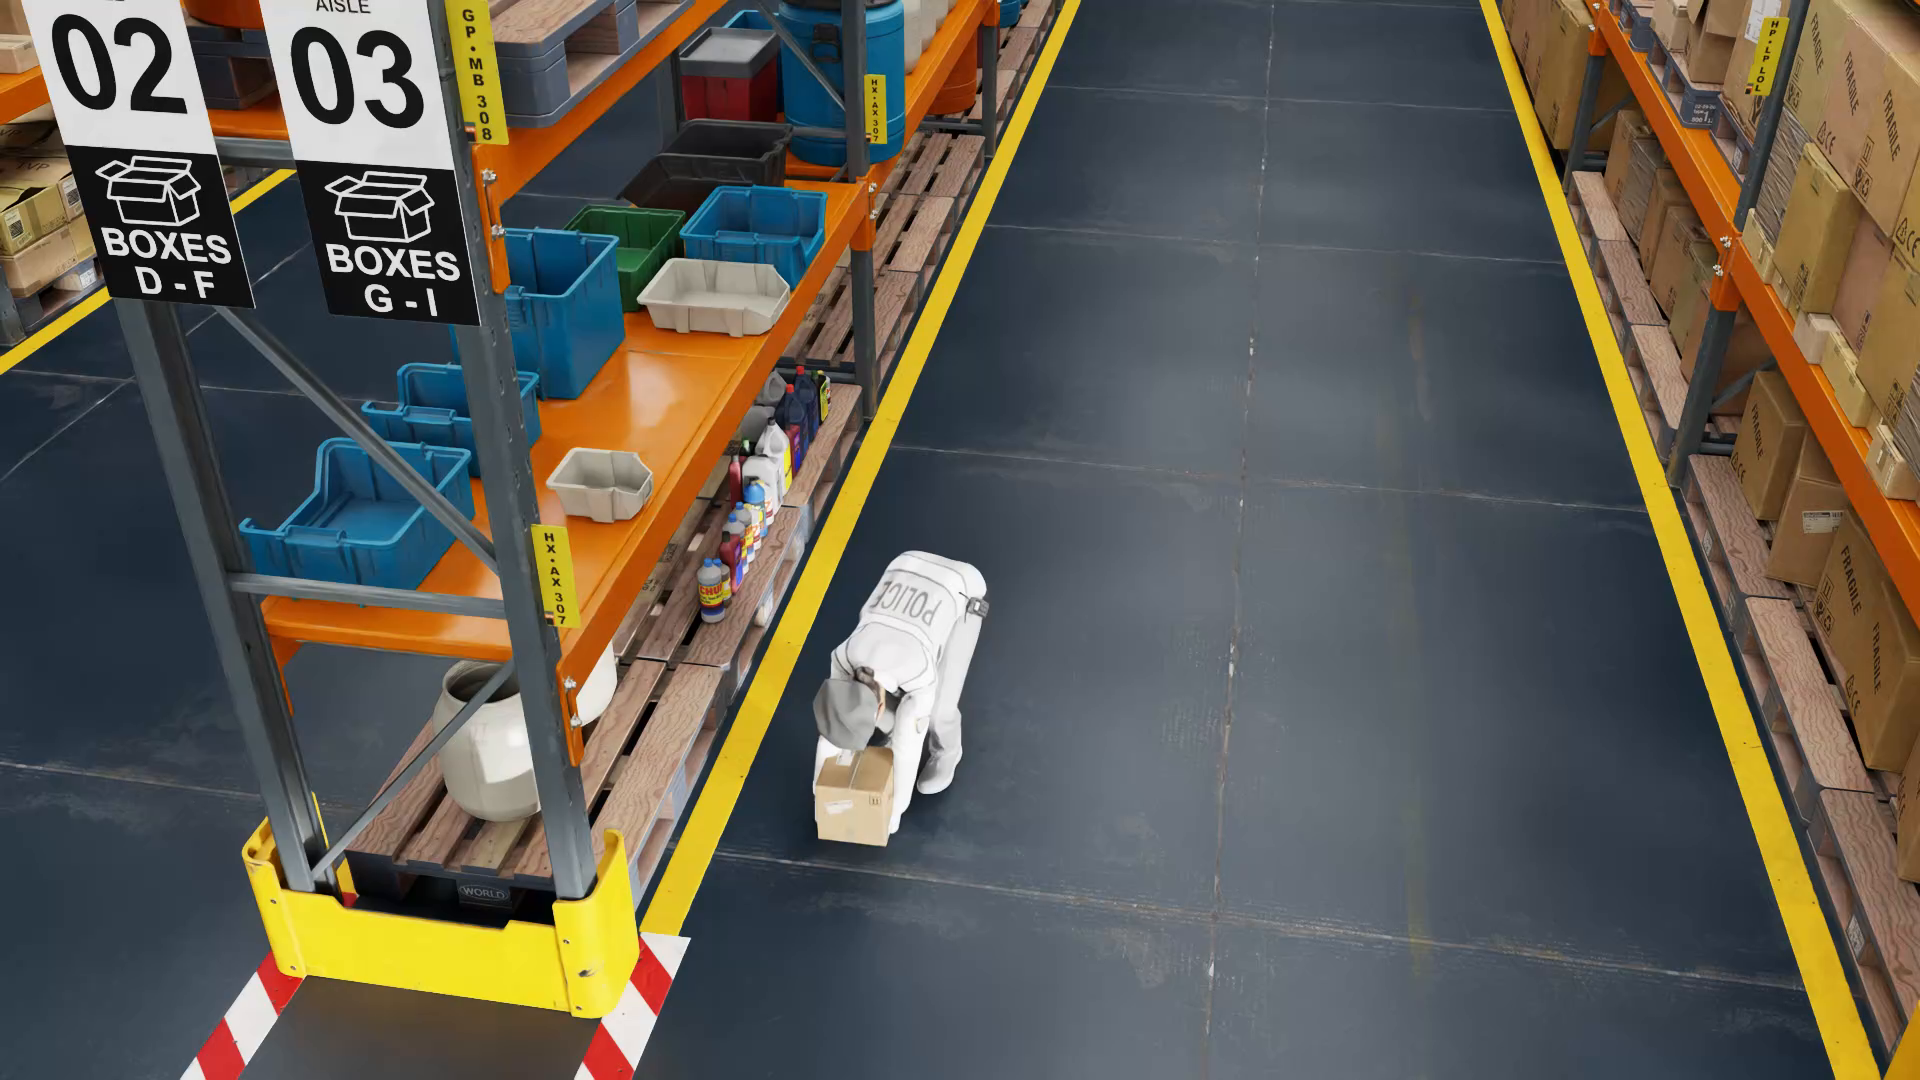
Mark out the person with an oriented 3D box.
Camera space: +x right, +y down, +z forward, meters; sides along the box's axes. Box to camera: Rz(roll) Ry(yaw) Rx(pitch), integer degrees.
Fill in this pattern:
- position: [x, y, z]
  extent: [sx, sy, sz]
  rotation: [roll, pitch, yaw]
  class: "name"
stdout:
- position: [-0.212, 0.563, 6.043]
  extent: [0.448, 0.855, 0.892]
  rotation: [15, 35, 22]
  class: "person"
